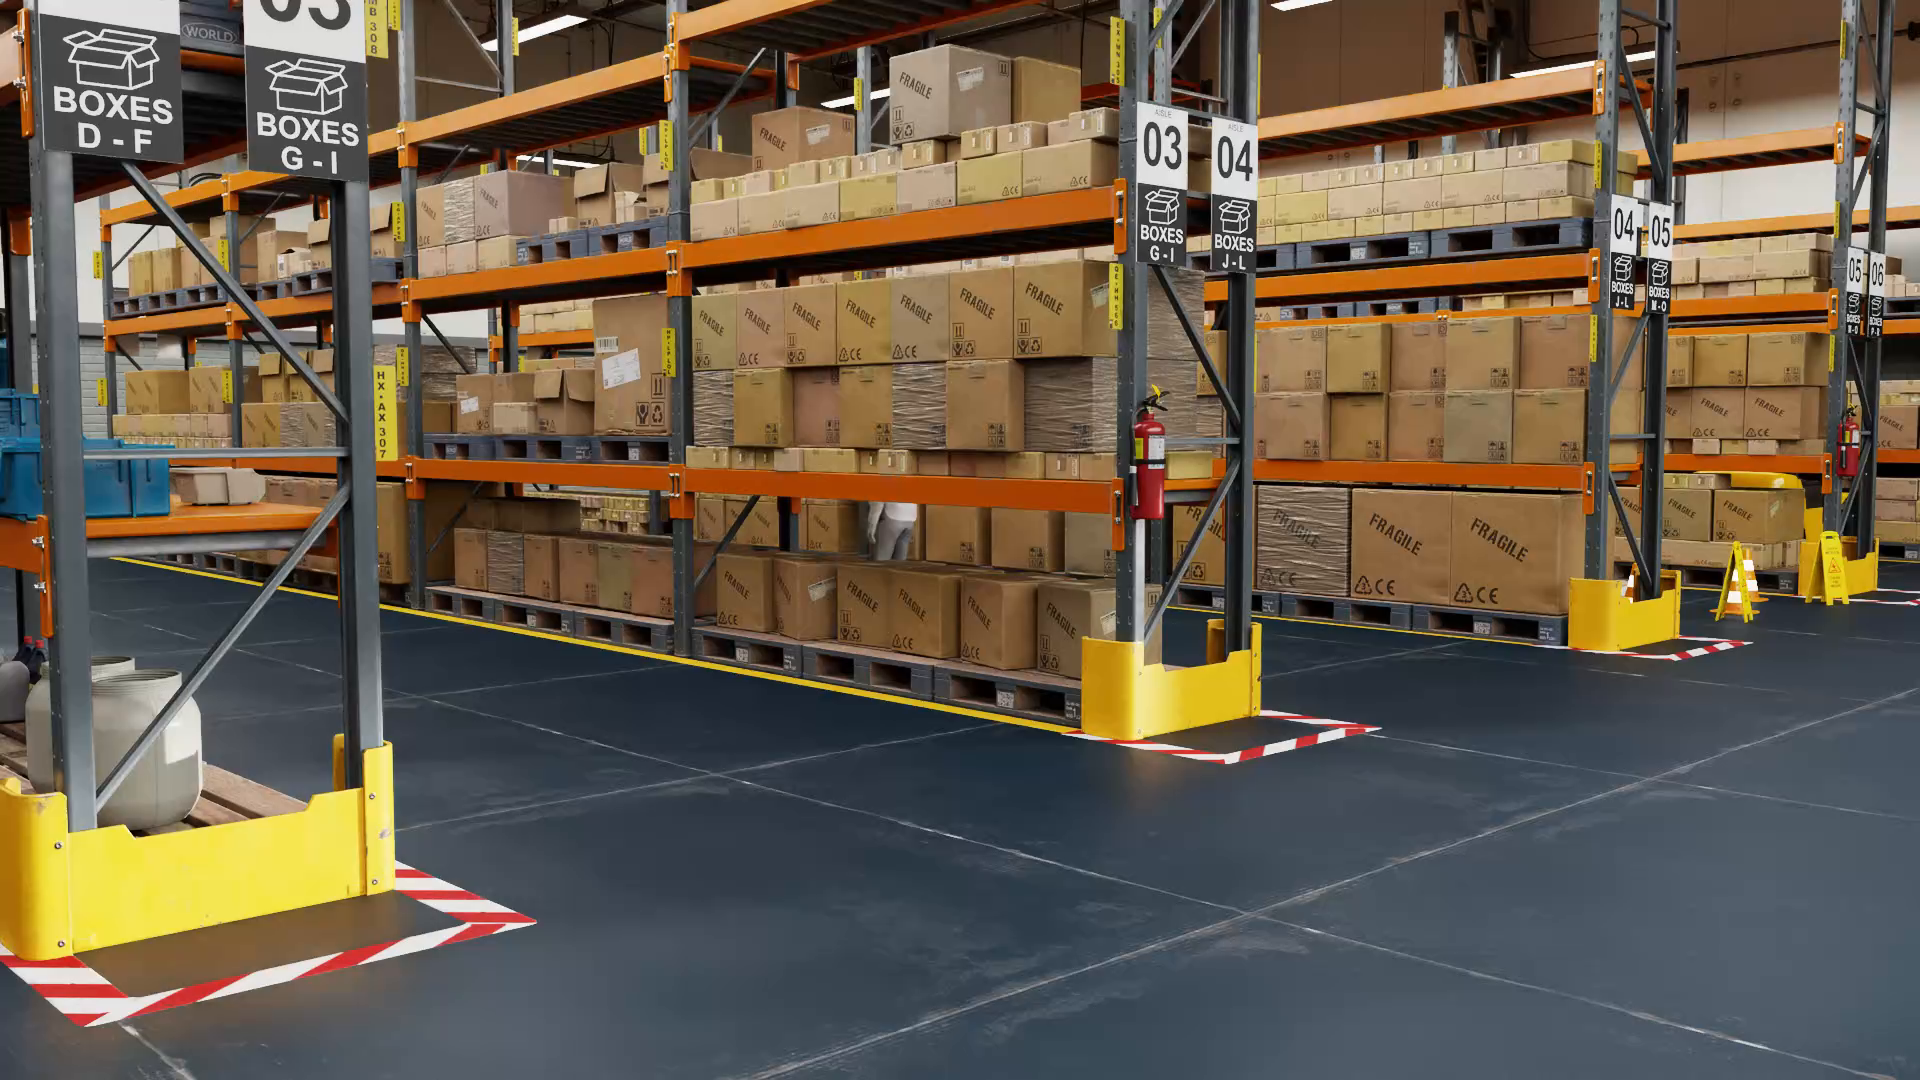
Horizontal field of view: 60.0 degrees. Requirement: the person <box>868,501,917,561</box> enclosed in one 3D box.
[{"bbox_3d":[-0.540,-0.123,12.771,0.372,1.662,0.523,2,5,30],"label":"person"}]
